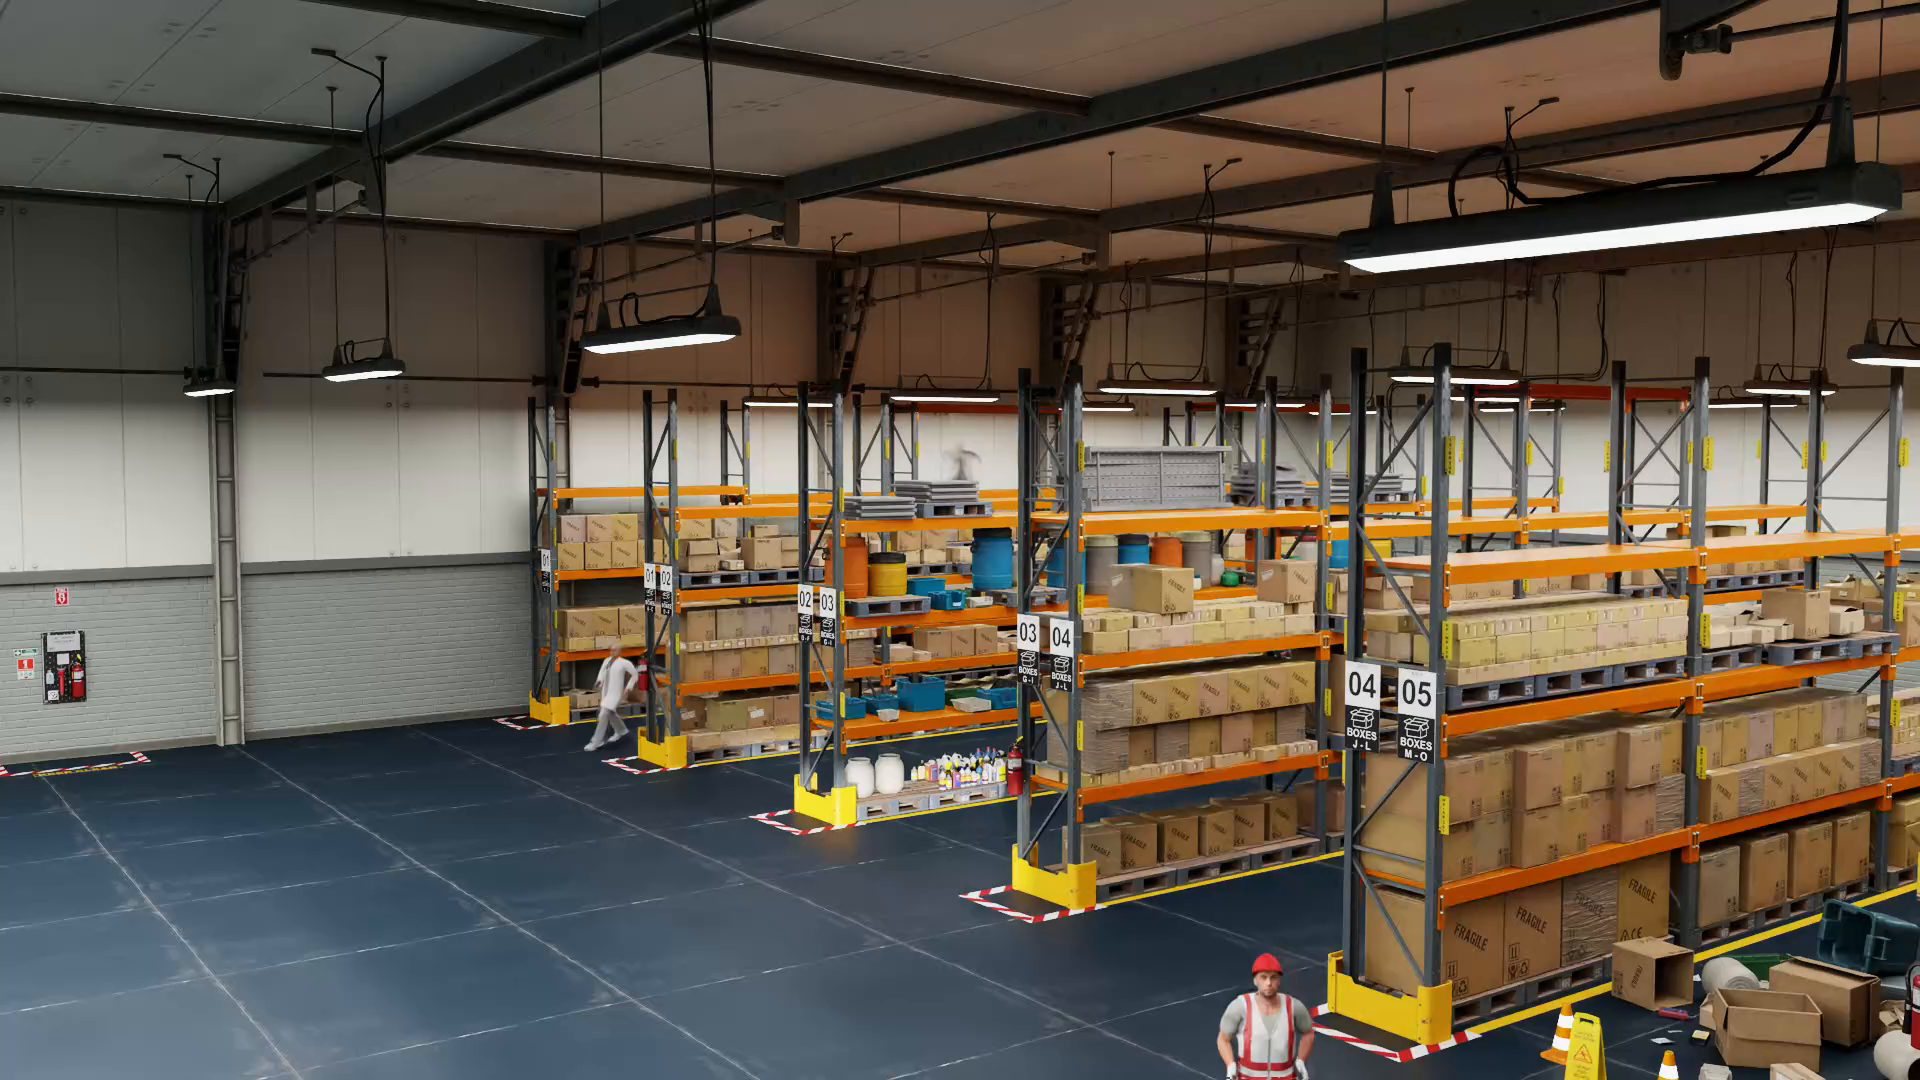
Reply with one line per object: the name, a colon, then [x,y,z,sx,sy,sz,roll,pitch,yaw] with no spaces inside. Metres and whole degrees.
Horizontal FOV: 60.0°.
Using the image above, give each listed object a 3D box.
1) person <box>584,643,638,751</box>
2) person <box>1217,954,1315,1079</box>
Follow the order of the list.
person: [-5.848,2.624,27.986,0.762,1.777,1.003,3,4,40]
person: [2.059,3.638,11.150,0.655,1.759,0.744,0,3,3]
